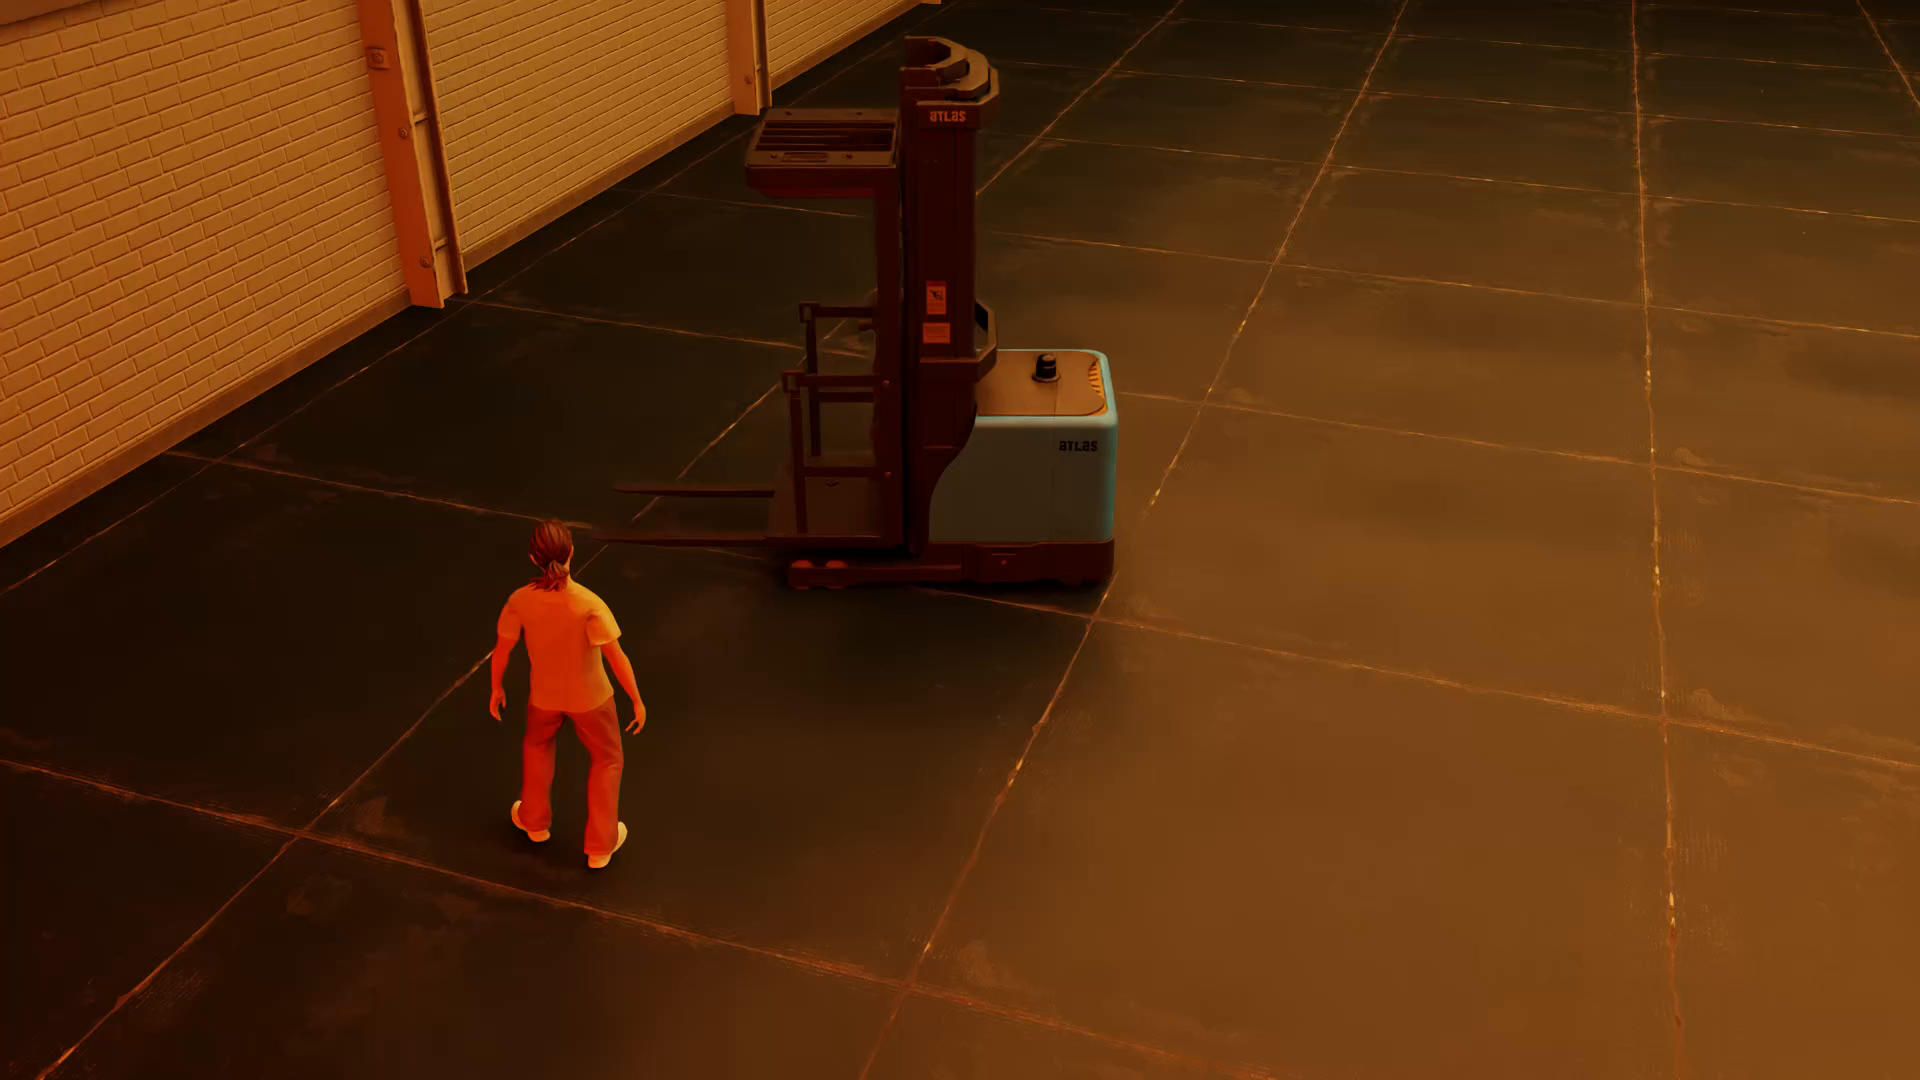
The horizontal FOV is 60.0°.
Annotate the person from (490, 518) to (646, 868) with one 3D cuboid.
[{"bbox_3d":[-1.735,0.680,7.255,0.791,1.645,0.376,4,30,7],"label":"person"}]

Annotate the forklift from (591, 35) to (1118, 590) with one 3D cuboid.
[{"bbox_3d":[-0.627,-1.249,9.328,3.031,2.935,1.130,0,30,0],"label":"forklift"}]
